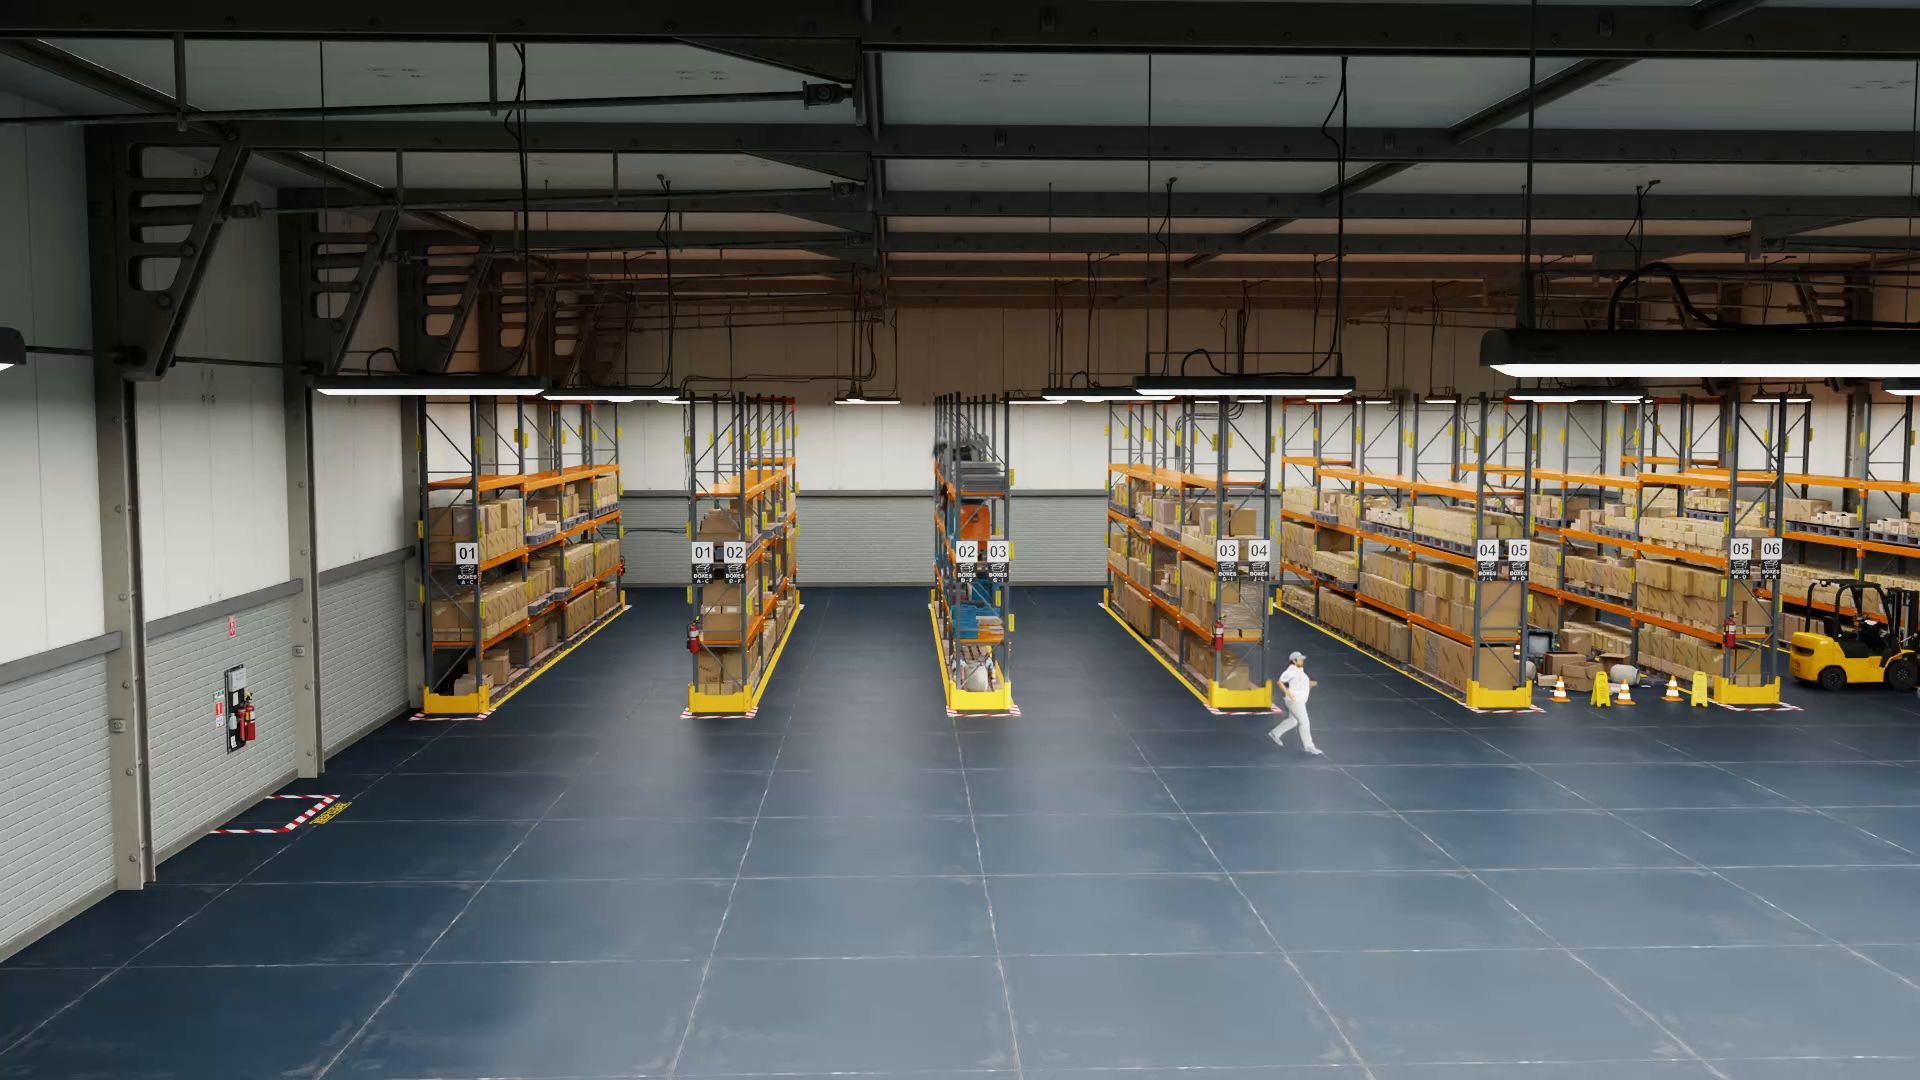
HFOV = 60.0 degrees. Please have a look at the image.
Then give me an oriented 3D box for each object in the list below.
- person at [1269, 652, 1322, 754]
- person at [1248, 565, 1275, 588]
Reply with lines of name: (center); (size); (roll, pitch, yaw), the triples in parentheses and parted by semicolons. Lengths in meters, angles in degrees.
person: (5.555, 2.670, 27.518); (0.943, 1.653, 0.605); (2, 5, 25)
person: (8.085, 1.281, 44.549); (0.665, 1.696, 0.879); (-1, 5, -10)
